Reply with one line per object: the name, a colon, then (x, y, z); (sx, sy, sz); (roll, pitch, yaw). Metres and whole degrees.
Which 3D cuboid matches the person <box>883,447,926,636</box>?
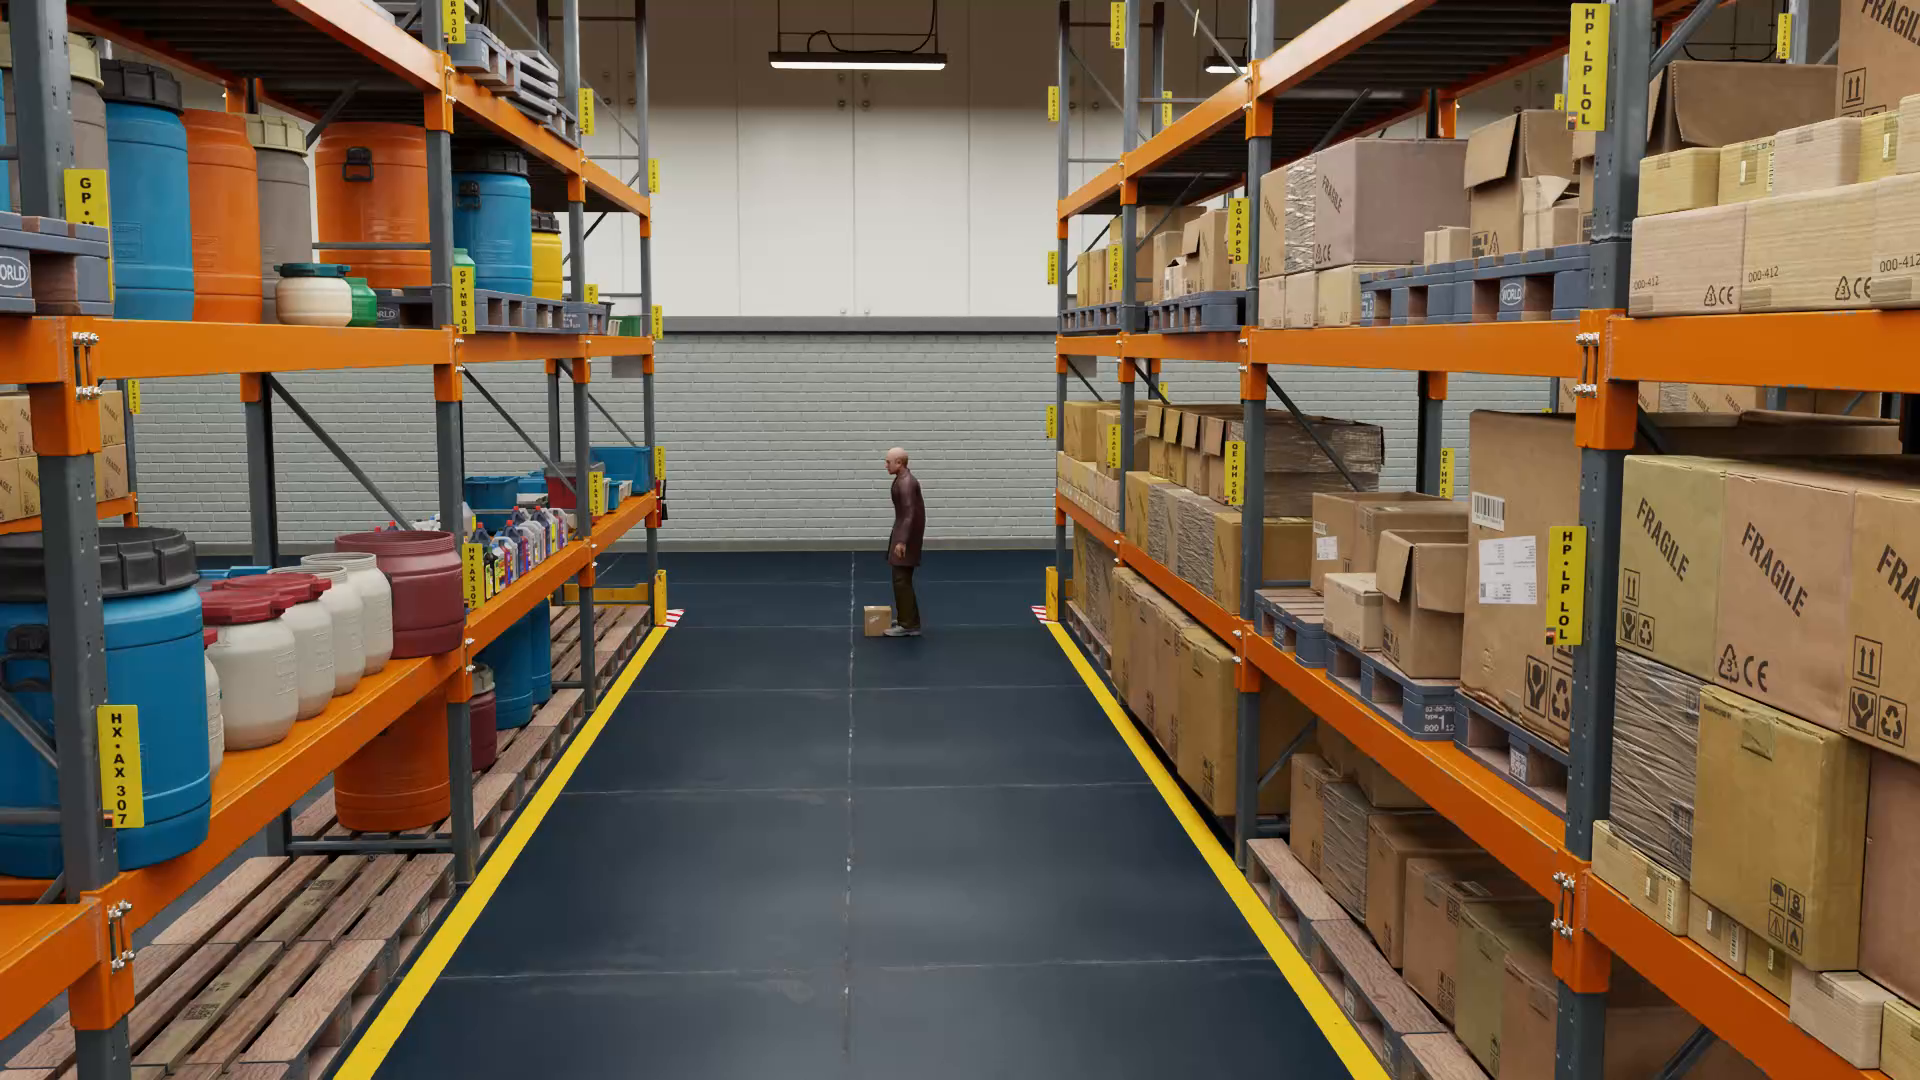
person: (-0.535, 0.100, 15.729); (0.418, 1.592, 0.650); (-1, 7, -5)
